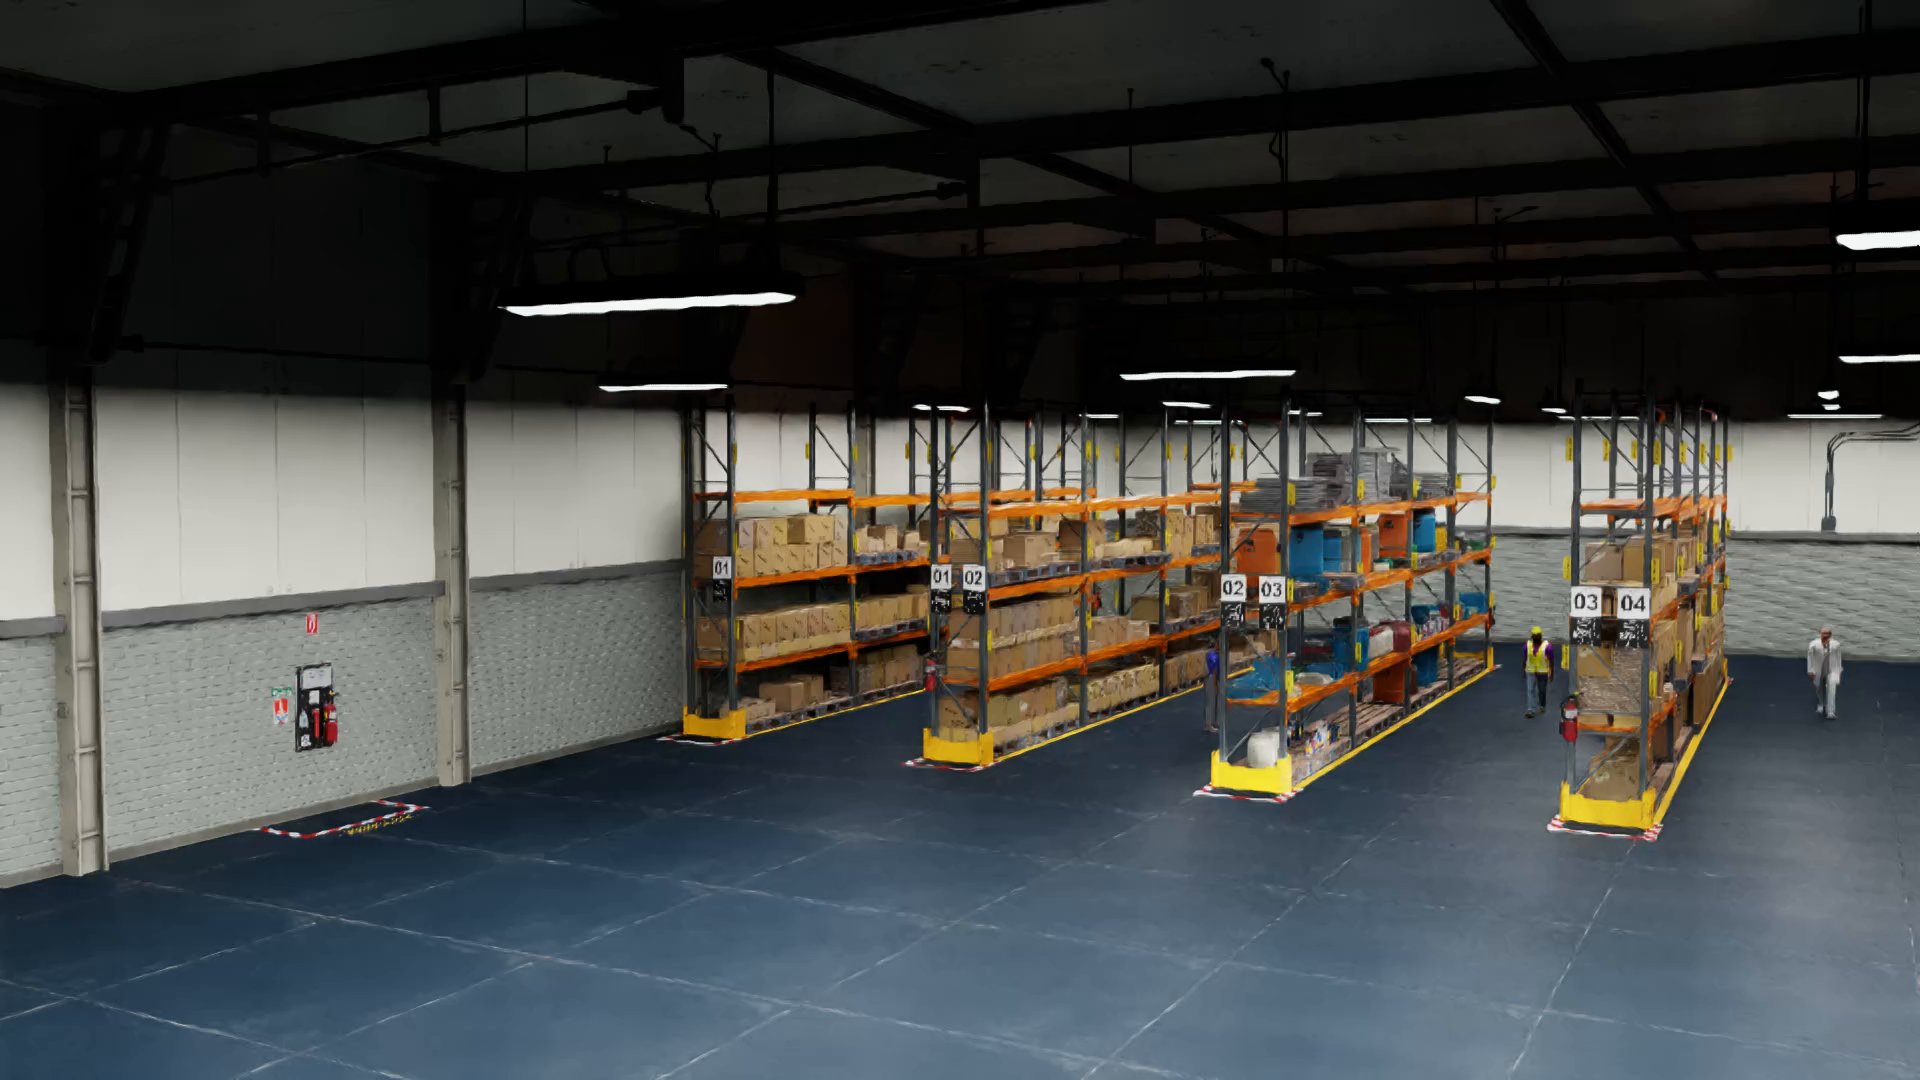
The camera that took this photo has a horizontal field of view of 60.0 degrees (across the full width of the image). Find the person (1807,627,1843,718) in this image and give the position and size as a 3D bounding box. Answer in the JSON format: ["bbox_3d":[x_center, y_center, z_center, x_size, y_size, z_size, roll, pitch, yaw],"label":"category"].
[{"bbox_3d":[16.358,2.478,31.459,0.598,1.698,1.194,2,3,30],"label":"person"}]

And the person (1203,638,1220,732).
[{"bbox_3d":[4.581,2.586,29.870,0.437,1.667,0.553,0,3,-2],"label":"person"}]

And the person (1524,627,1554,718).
[{"bbox_3d":[10.945,2.489,31.479,0.589,1.716,1.040,2,3,27],"label":"person"}]
